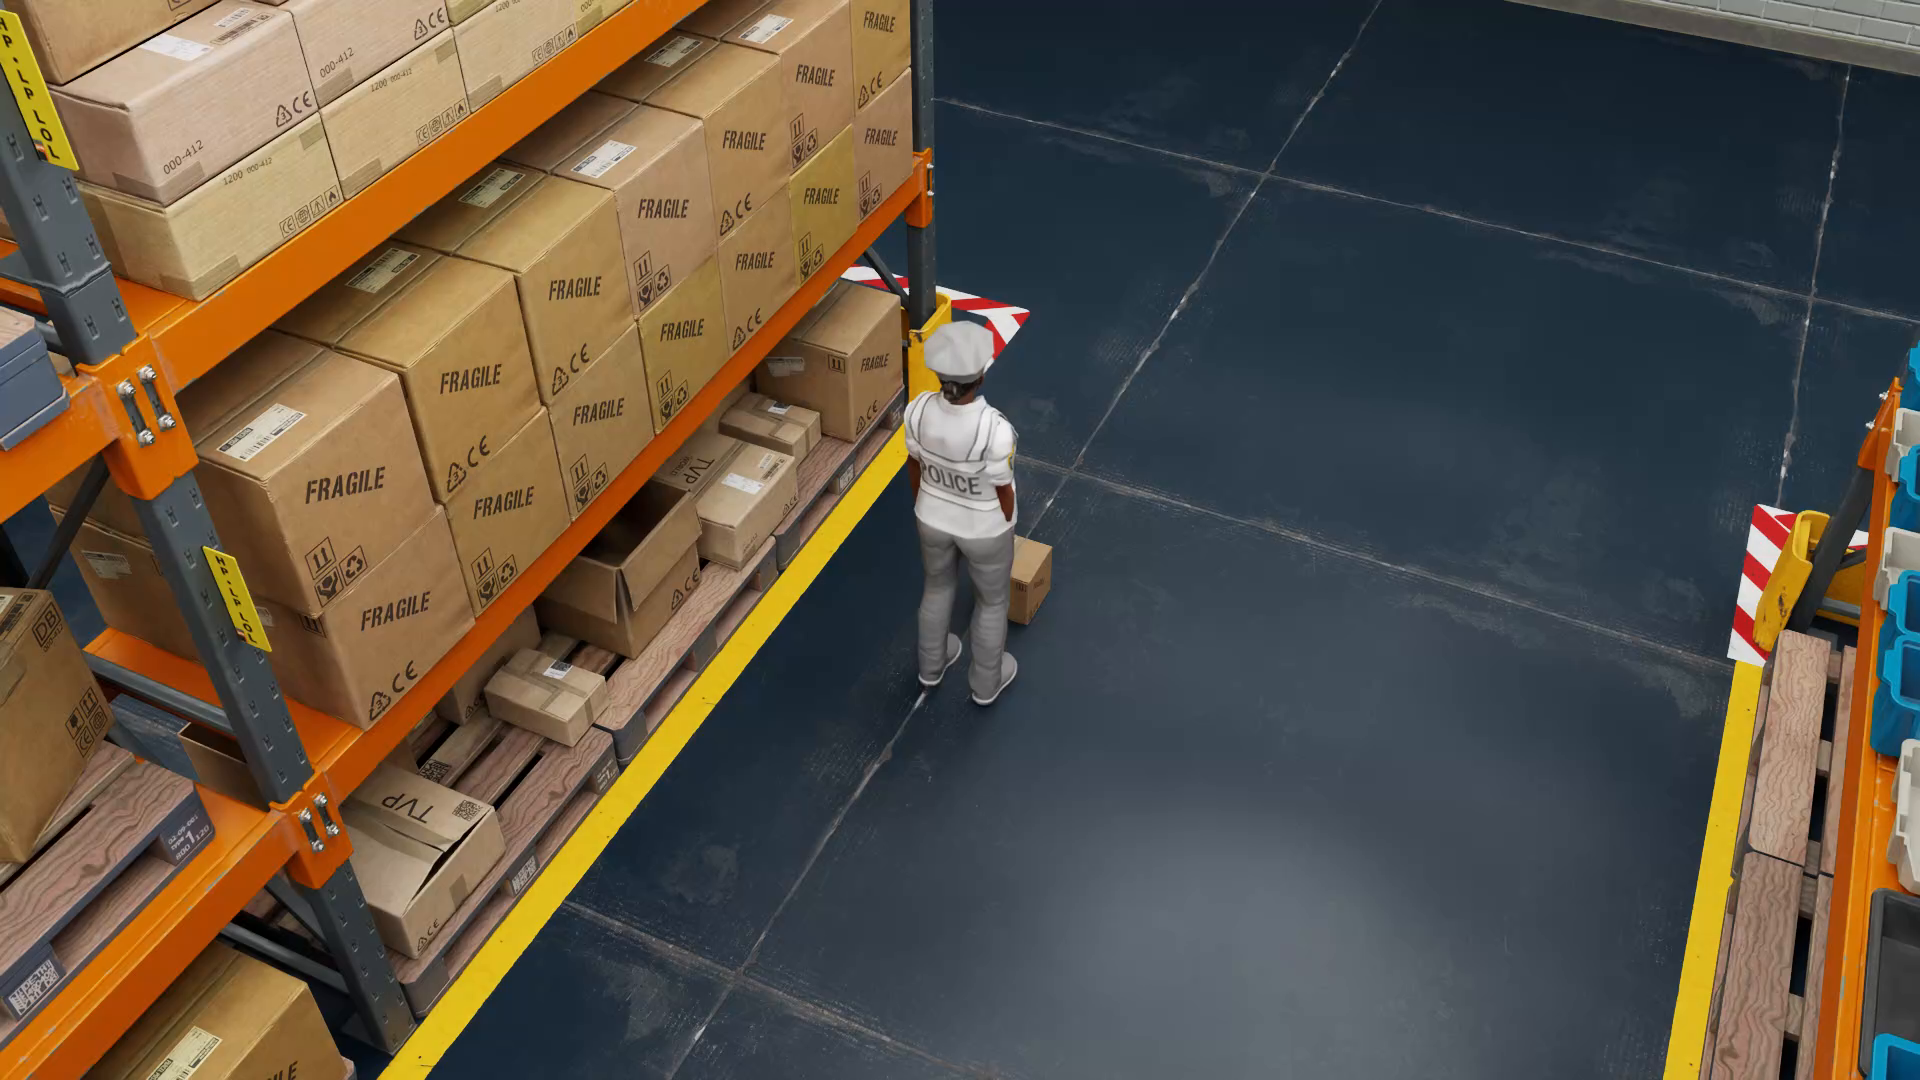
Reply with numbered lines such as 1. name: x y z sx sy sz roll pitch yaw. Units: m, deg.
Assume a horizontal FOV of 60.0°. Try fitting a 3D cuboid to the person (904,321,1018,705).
1. person: 0.011 -0.083 6.249 0.437 1.668 0.341 18 45 19
